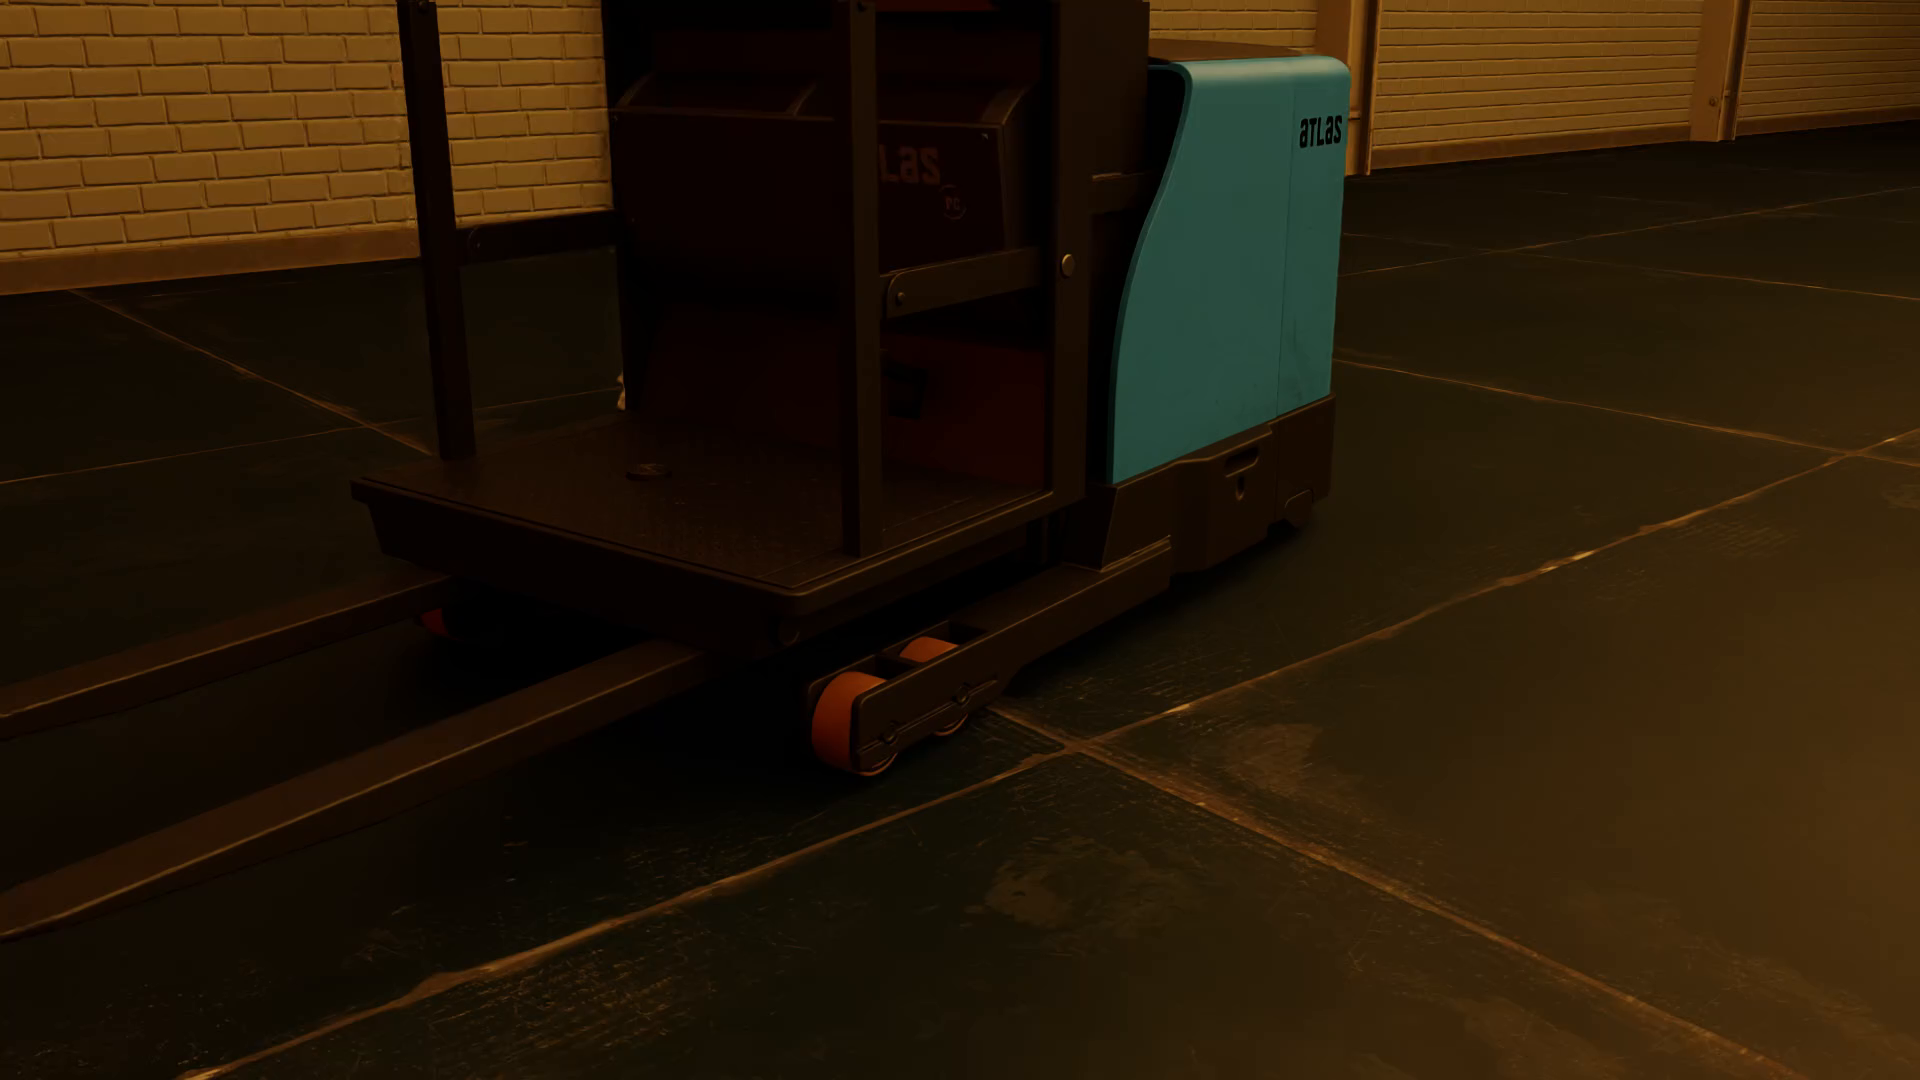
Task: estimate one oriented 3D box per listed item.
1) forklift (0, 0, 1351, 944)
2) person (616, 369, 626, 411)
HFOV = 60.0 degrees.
[{"bbox_3d":[-0.392,-1.186,2.732,1.130,2.935,3.031,12,21,34],"label":"forklift"},{"bbox_3d":[-0.637,-1.088,4.823,0.708,1.550,0.875,-9,20,-28],"label":"person"}]
